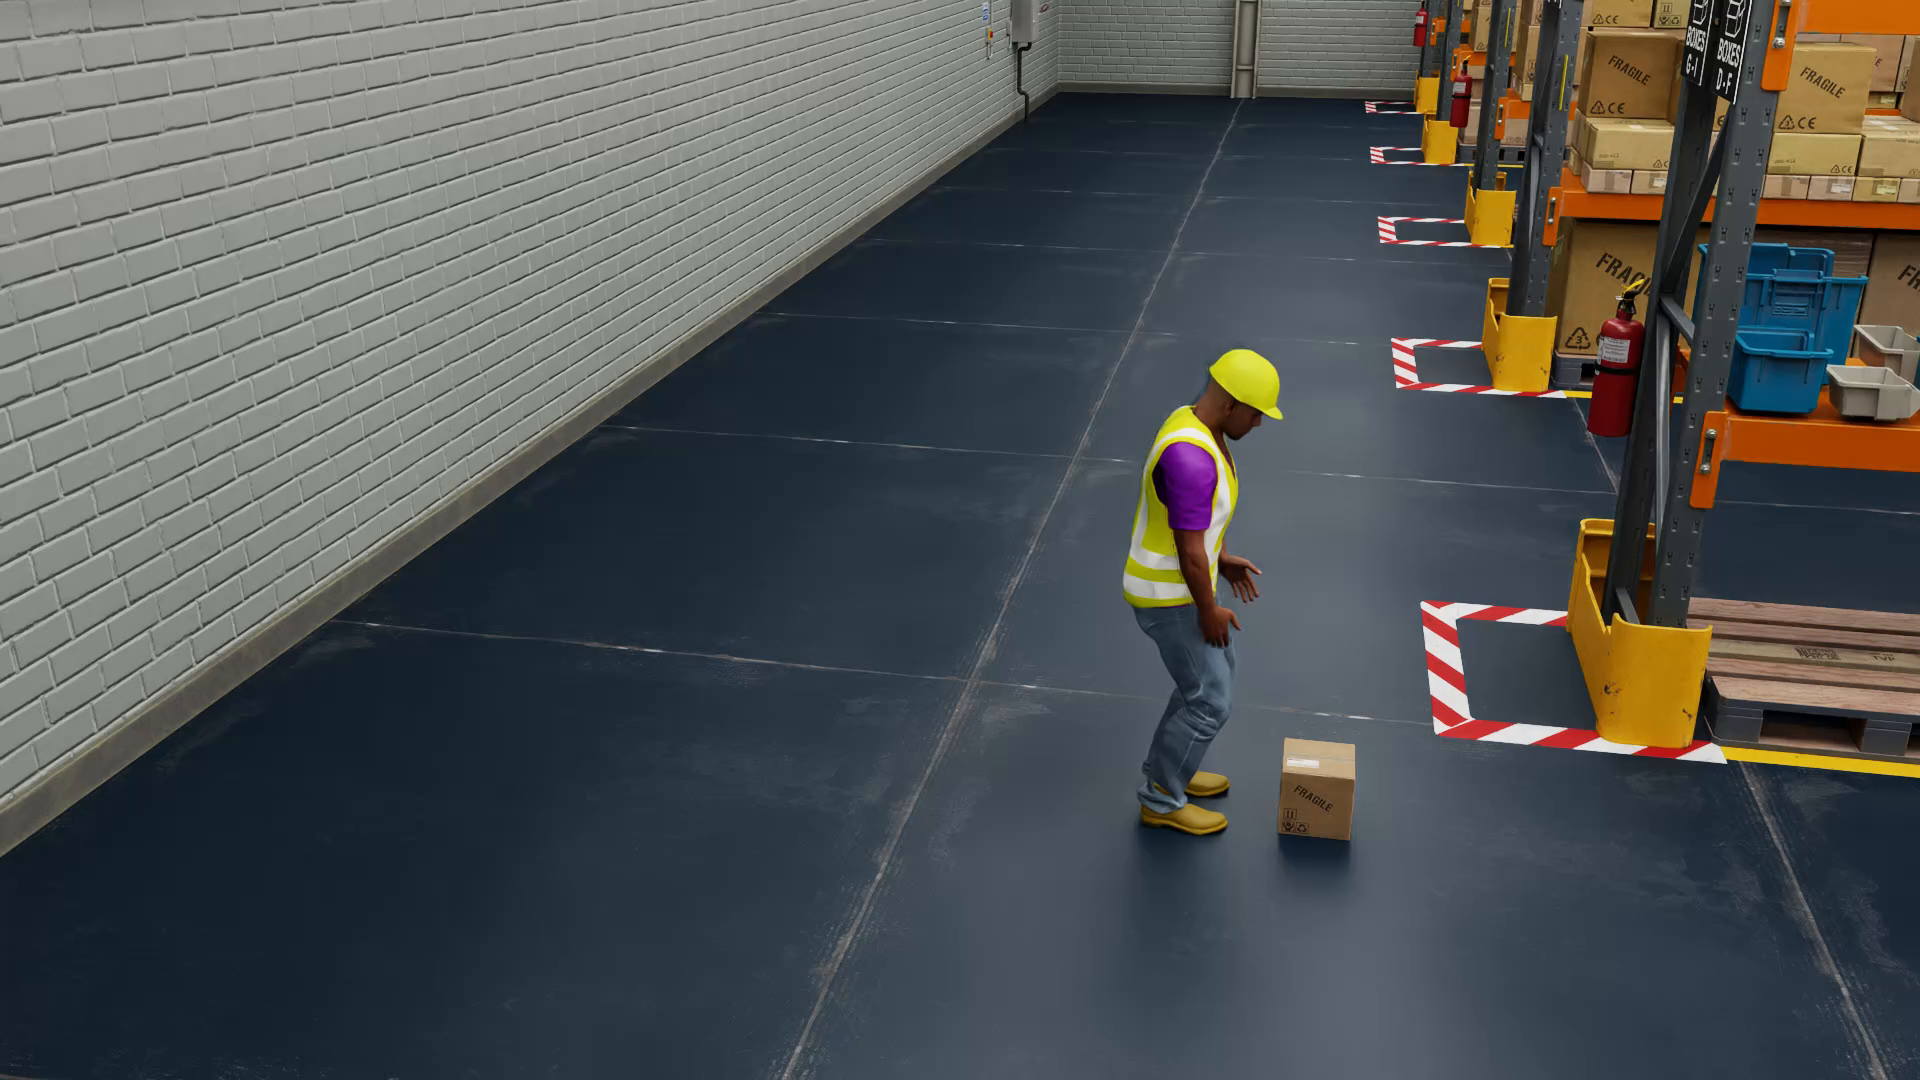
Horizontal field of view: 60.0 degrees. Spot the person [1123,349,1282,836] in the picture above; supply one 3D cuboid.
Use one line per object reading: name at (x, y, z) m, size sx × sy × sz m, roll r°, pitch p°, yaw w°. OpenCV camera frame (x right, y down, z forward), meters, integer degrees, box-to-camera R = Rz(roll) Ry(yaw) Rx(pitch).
person at (0.819, 0.163, 5.737) m, size 0.491 × 1.696 × 0.599 m, roll 5°, pitch 22°, yaw 12°
